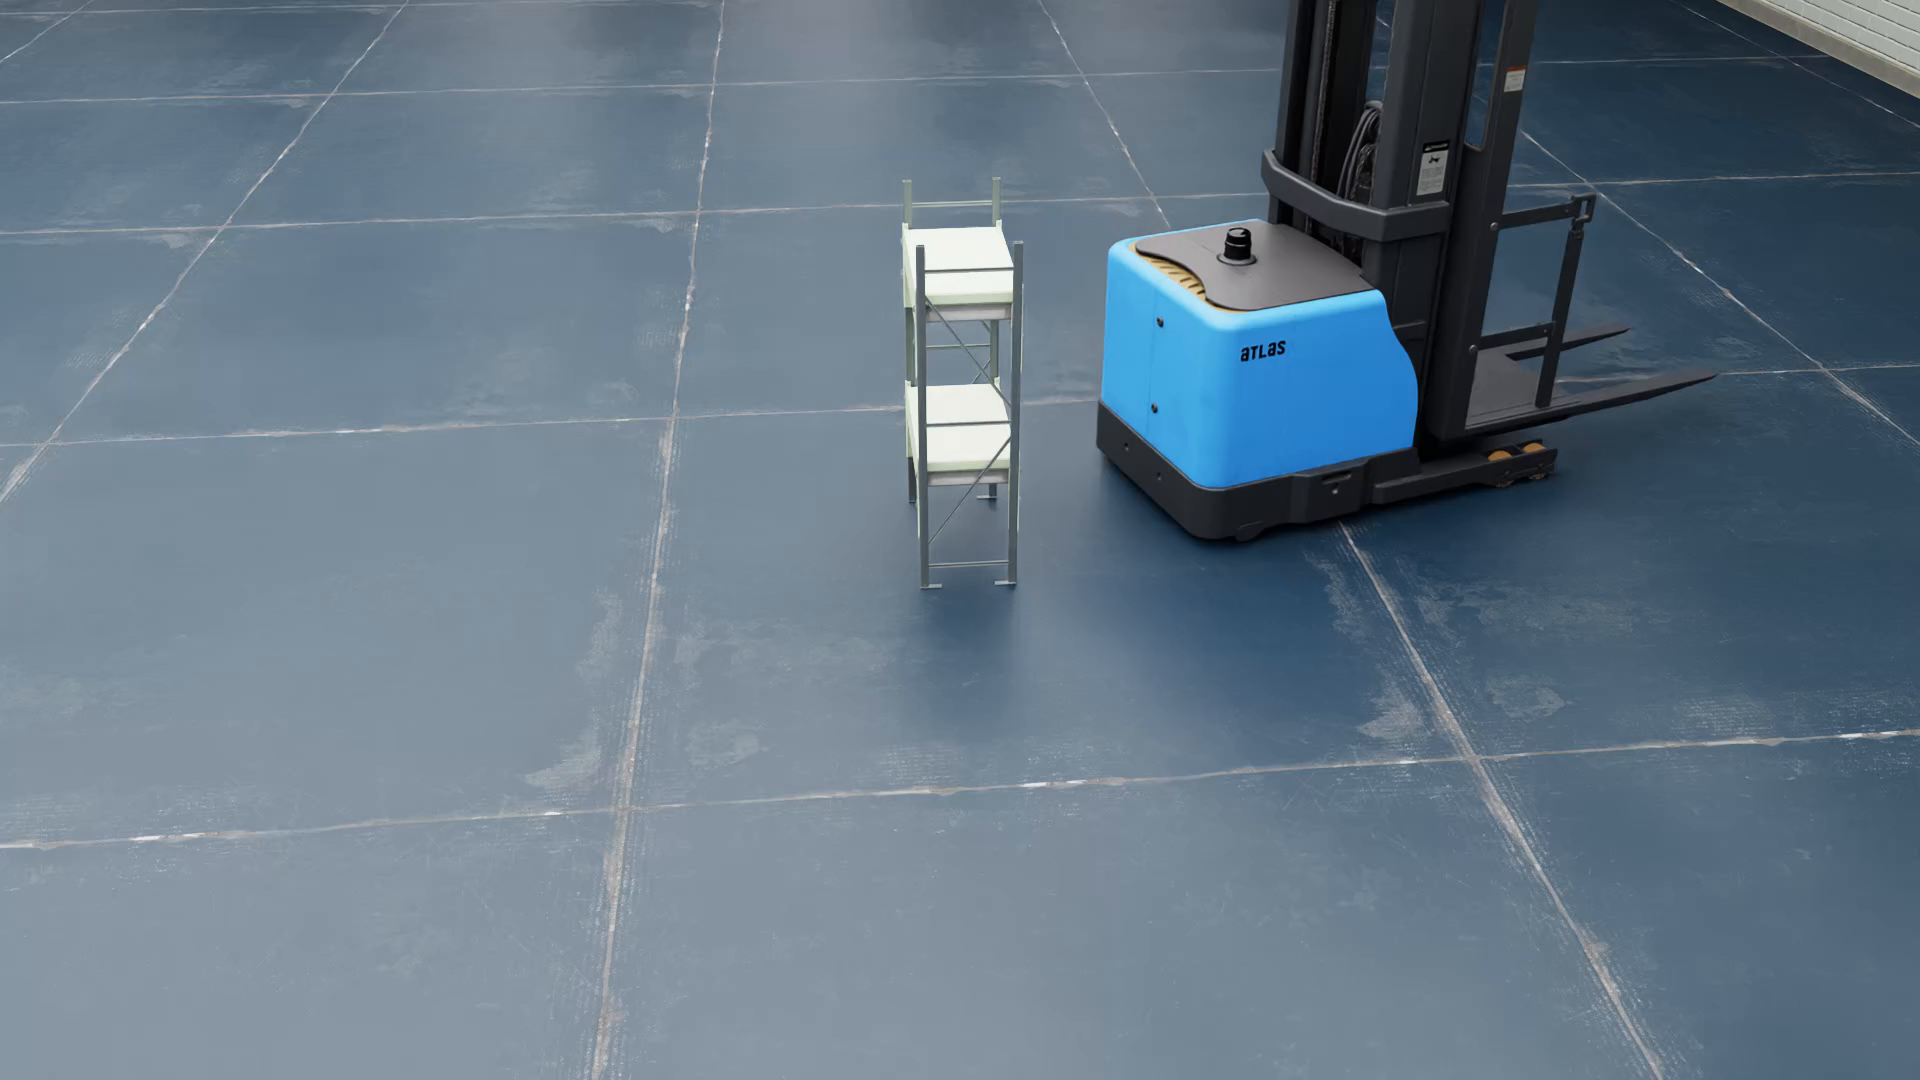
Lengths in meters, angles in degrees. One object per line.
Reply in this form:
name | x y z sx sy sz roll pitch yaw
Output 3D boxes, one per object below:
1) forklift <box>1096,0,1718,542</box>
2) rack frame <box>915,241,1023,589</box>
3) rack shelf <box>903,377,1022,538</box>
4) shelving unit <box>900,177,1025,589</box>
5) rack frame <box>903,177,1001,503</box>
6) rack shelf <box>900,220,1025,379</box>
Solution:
forklift | 2.209 -1.736 7.297 3.031 2.935 1.130 -12 33 -20
rack frame | 0.035 -0.454 6.547 0.400 1.500 0.023 -3 31 -5
rack shelf | 0.001 -0.361 7.027 0.431 0.370 0.720 -3 31 -5
shelving unit | 0.001 -0.640 6.860 0.431 1.500 0.755 -3 31 -5
rack frame | -0.034 -0.827 7.173 0.400 1.500 0.023 -3 31 -5
rack shelf | 0.001 -0.976 6.660 0.431 0.370 0.720 -3 31 -5
